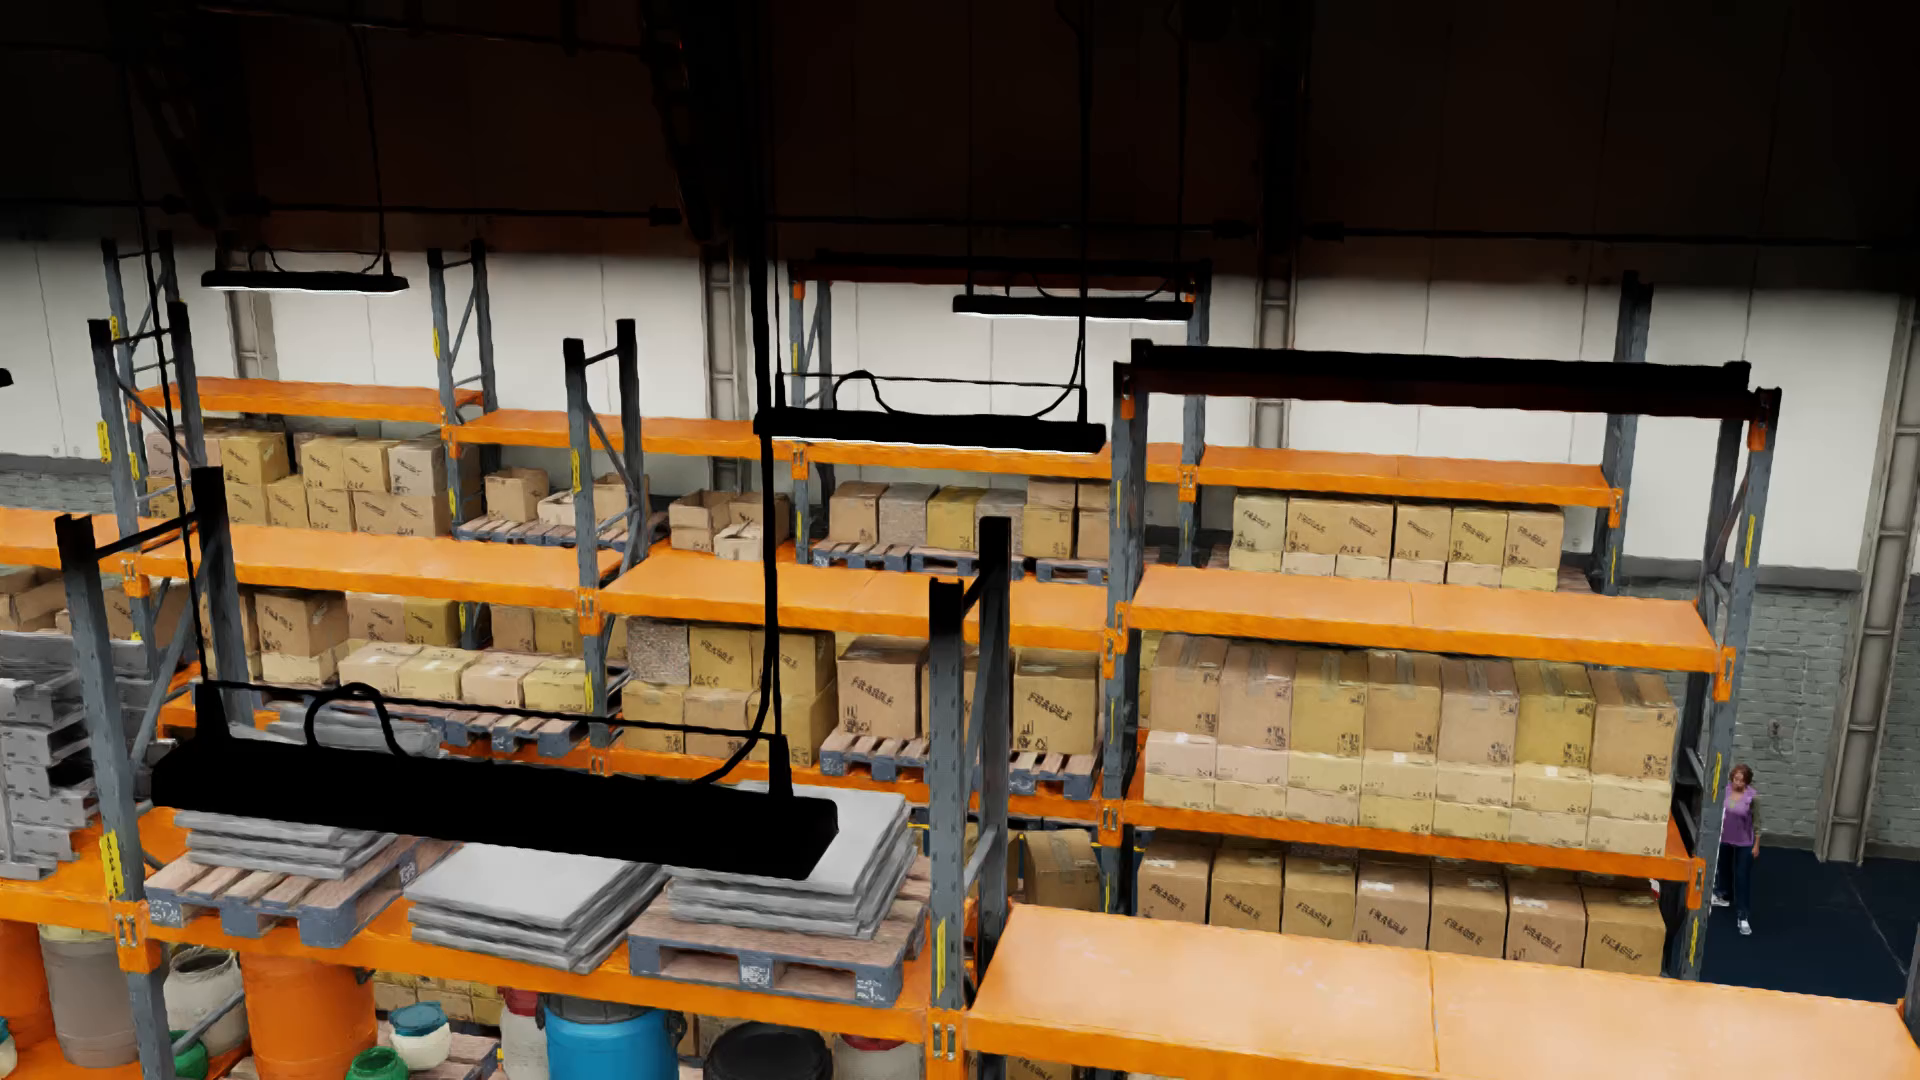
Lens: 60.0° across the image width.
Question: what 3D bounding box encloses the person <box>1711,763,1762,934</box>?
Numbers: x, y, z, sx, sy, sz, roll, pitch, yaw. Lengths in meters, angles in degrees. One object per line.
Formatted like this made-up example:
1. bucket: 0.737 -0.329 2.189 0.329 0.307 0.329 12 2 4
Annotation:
1. person: 7.352 2.859 15.726 0.529 1.588 0.638 -14 21 -39
